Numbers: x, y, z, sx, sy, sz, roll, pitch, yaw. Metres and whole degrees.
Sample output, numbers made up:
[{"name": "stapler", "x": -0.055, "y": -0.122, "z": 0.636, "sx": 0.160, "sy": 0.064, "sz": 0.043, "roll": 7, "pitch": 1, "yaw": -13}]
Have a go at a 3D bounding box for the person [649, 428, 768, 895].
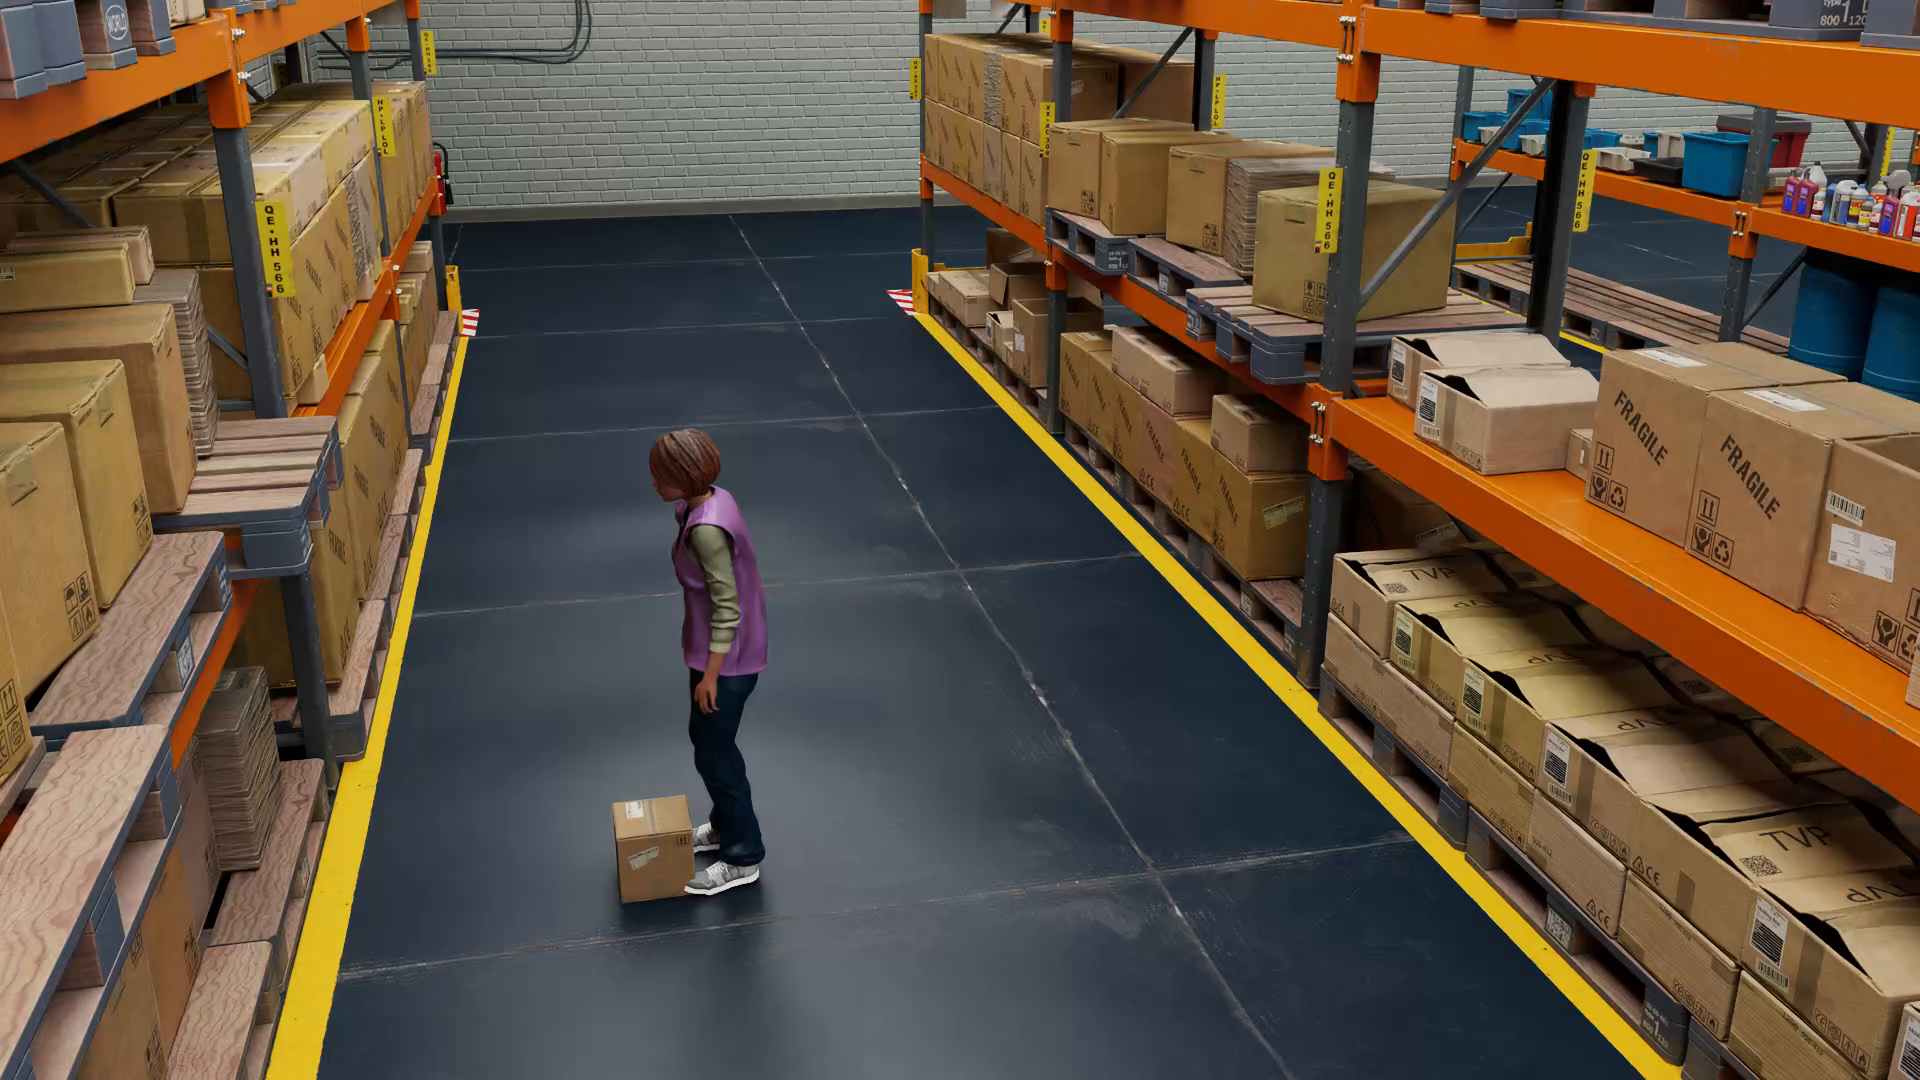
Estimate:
[{"name": "person", "x": -0.810, "y": 0.396, "z": 5.496, "sx": 0.344, "sy": 1.594, "sz": 0.462, "roll": -5, "pitch": 20, "yaw": -12}]
